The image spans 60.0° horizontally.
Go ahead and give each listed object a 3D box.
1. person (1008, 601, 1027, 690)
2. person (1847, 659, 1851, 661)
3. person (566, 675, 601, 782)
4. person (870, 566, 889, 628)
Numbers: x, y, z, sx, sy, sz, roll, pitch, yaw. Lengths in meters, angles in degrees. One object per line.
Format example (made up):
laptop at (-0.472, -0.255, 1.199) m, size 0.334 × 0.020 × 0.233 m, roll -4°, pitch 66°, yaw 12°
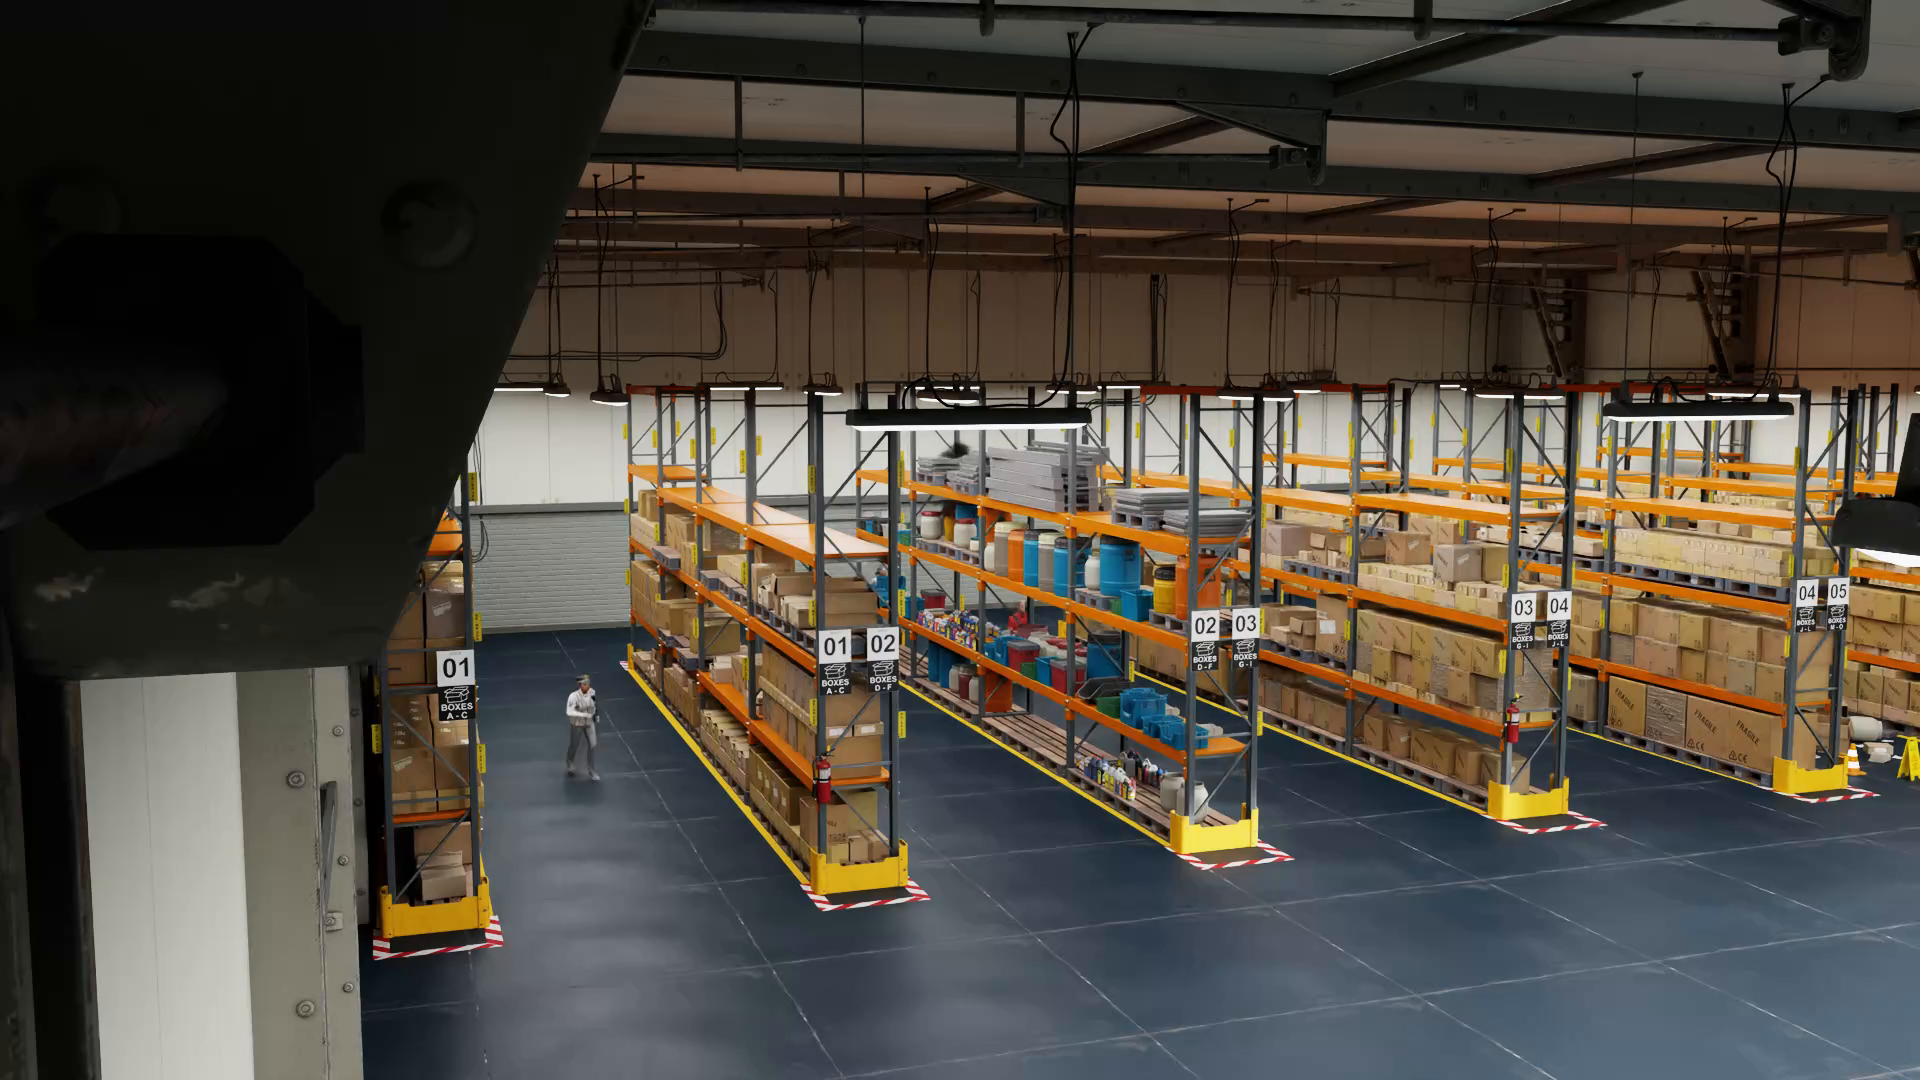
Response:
person at (1.227, 2.090, 32.918) m, size 0.641 × 1.789 × 0.836 m, roll -3°, pitch 7°, yaw -25°
person at (17.312, 2.238, 32.673) m, size 0.633 × 1.480 × 0.831 m, roll -4°, pitch 7°, yaw -36°
person at (-5.851, 2.860, 25.700) m, size 0.598 × 1.659 × 0.940 m, roll -4°, pitch 7°, yaw -34°
person at (-1.906, 1.451, 39.064) m, size 0.861 × 1.740 × 0.566 m, roll 0°, pitch 6°, yaw -2°
